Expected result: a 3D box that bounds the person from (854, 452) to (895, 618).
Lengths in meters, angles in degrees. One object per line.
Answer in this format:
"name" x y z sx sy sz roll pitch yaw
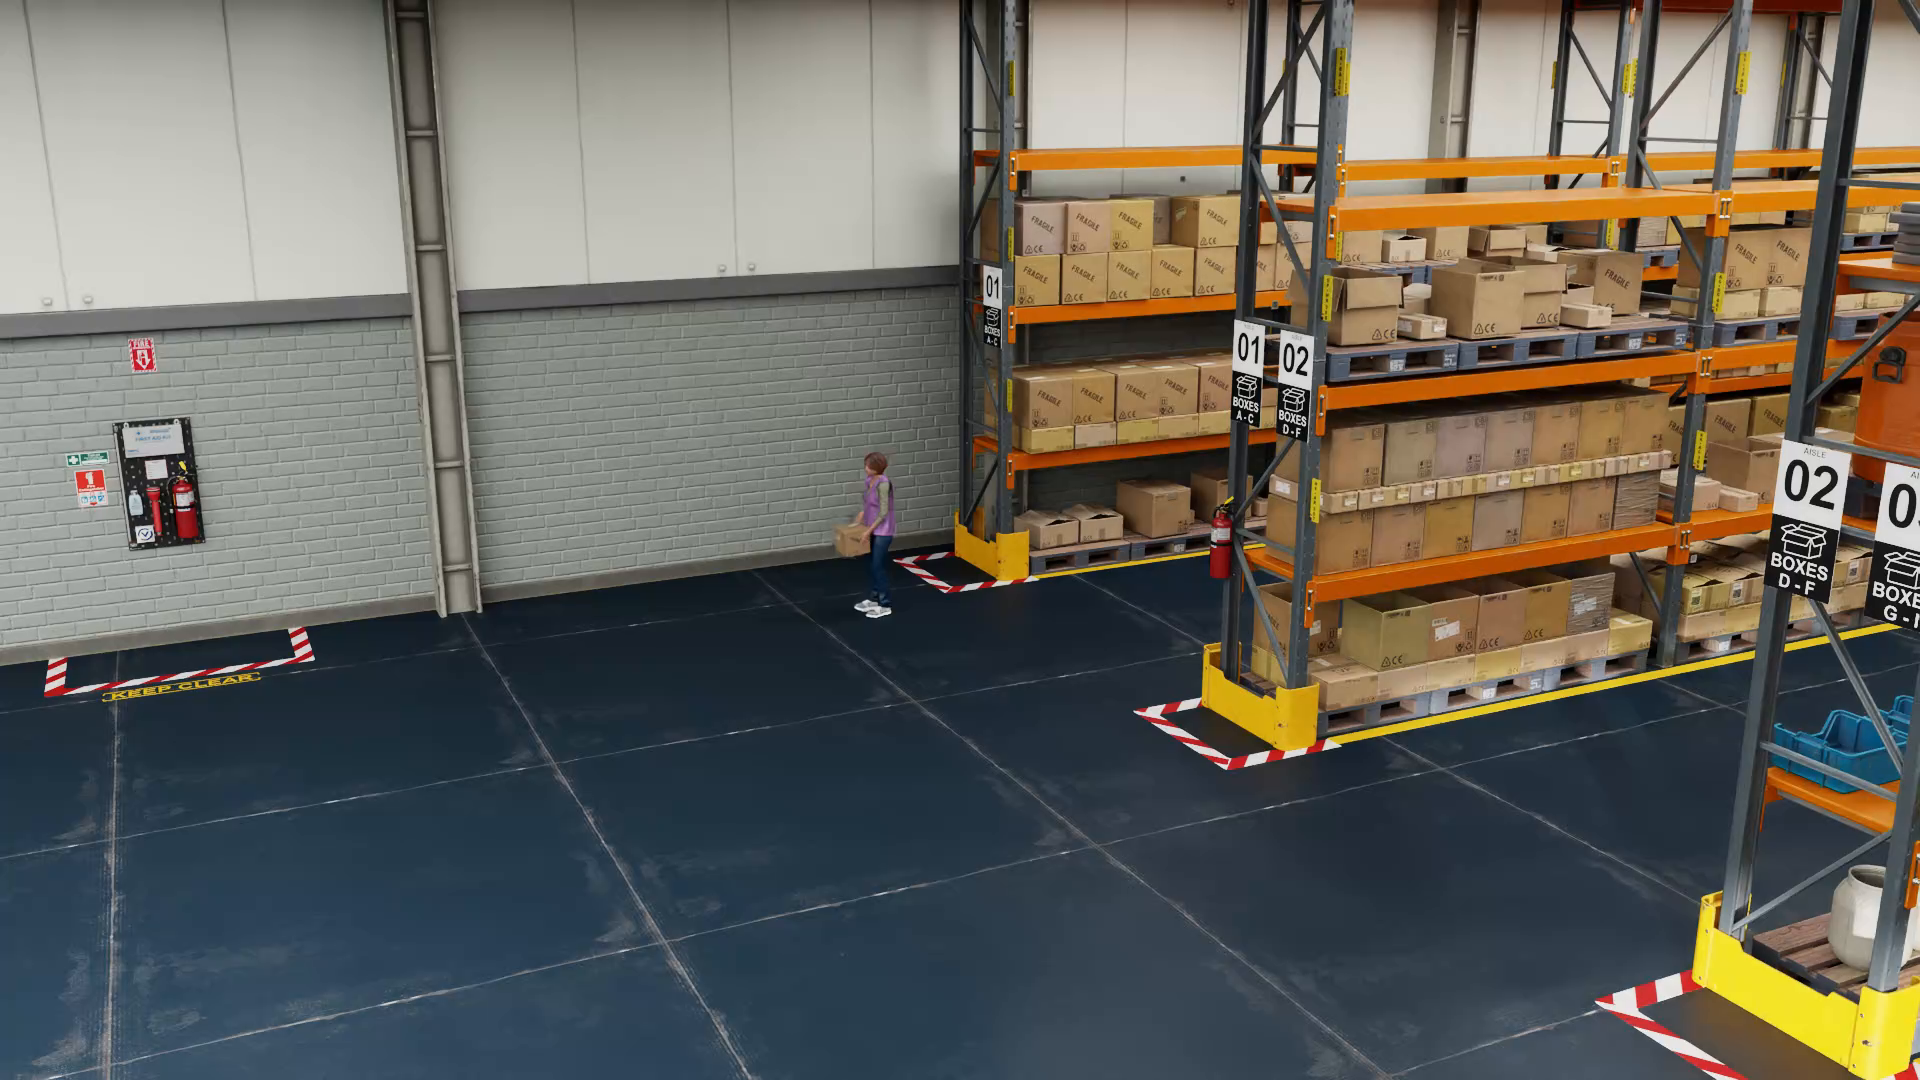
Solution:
"person" -0.830 -0.062 15.941 0.398 1.603 0.444 -8 17 -26
